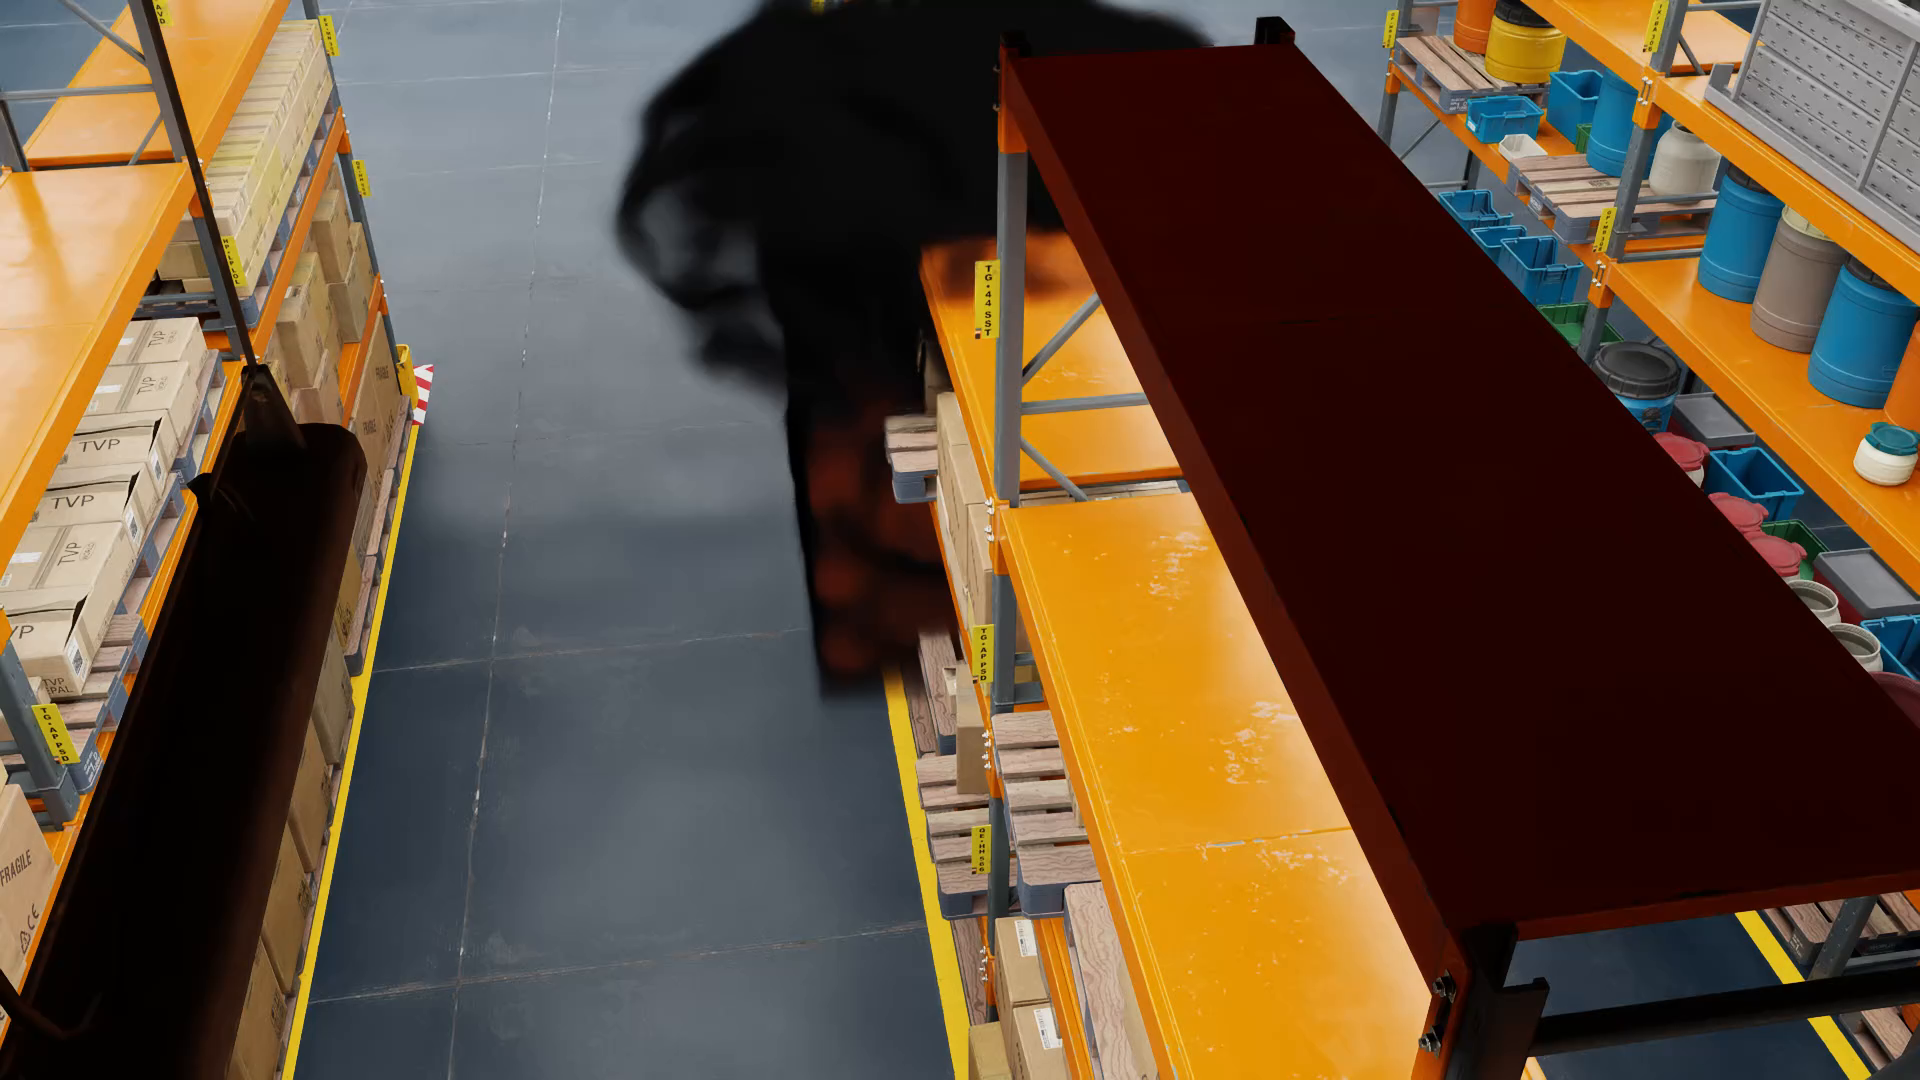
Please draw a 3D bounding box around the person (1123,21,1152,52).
[{"bbox_3d":[2.138,-4.954,18.733,1.184,1.778,0.713,7,37,10],"label":"person"}]
